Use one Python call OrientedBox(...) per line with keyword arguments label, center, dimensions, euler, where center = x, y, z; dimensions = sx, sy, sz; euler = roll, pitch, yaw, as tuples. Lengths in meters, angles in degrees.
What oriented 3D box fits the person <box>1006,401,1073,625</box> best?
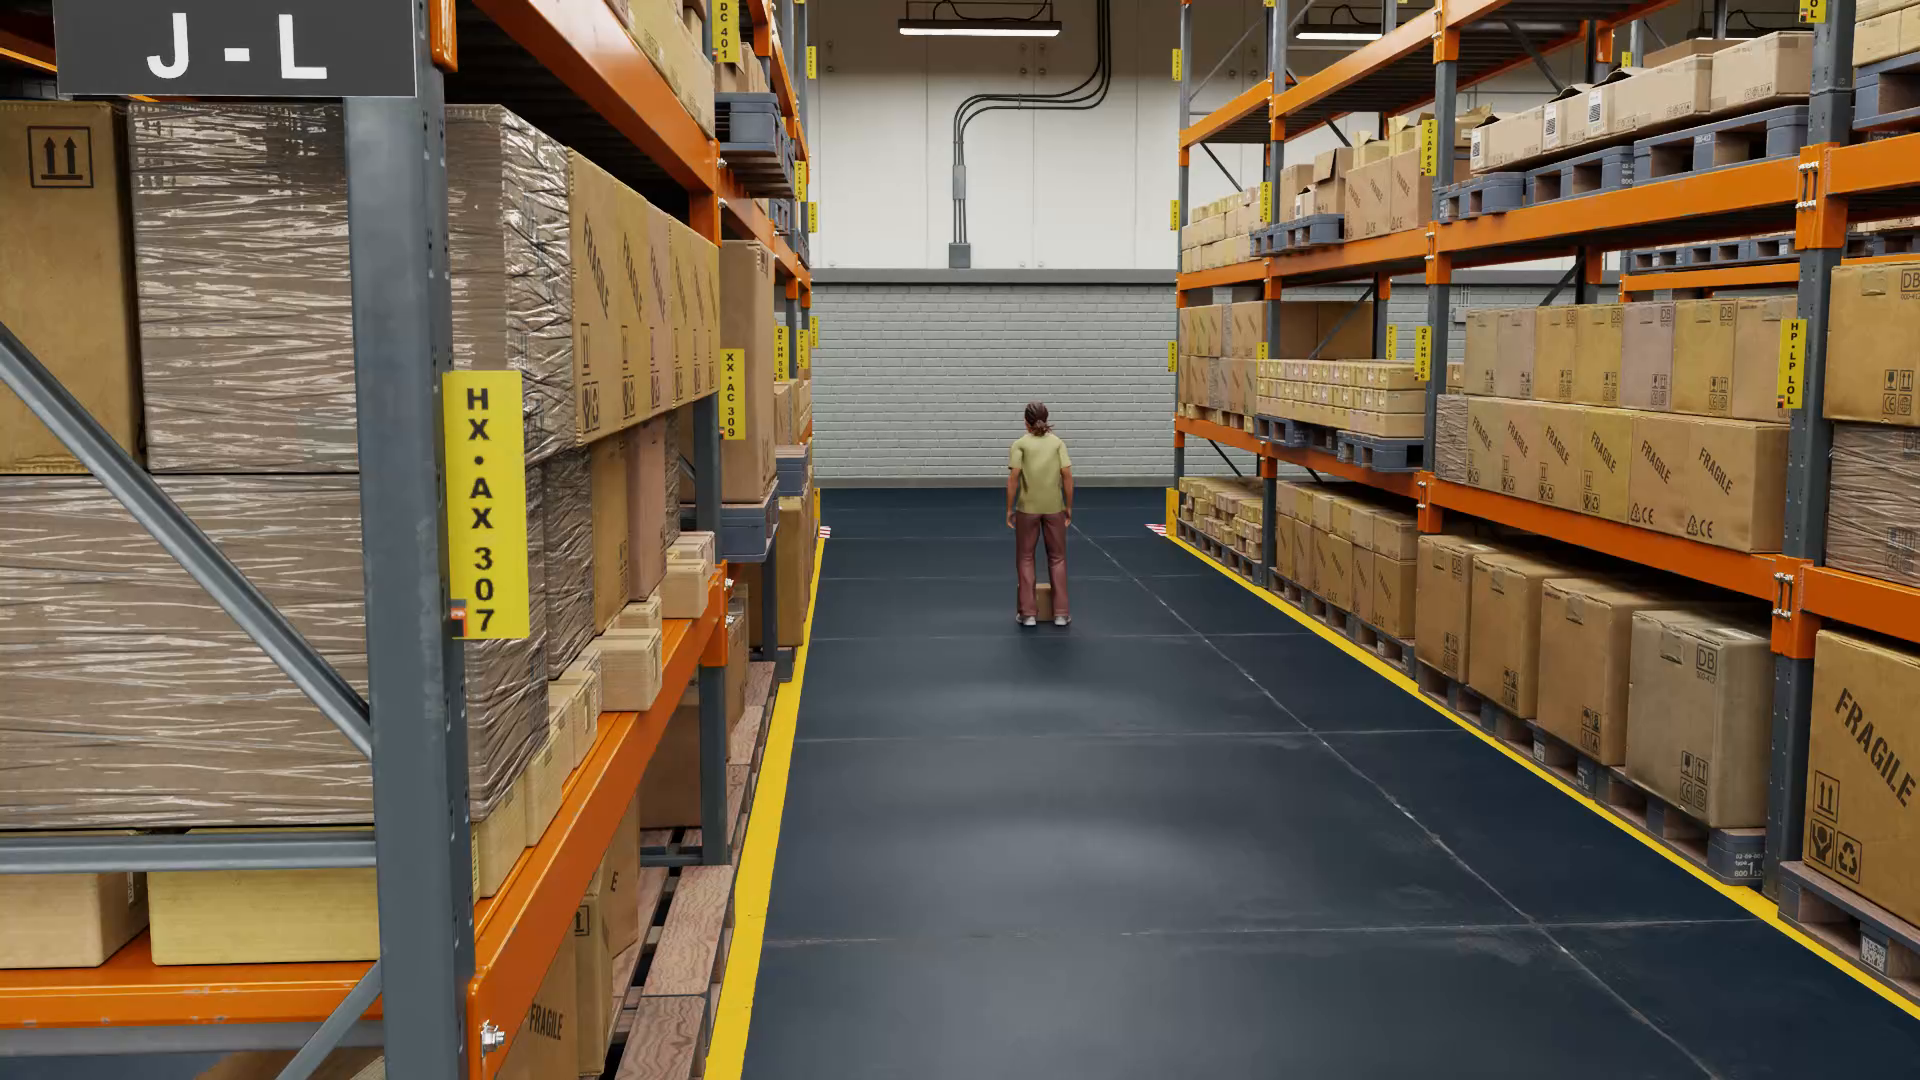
OrientedBox(label="person", center=(0.593, -0.200, 12.401), dimensions=(0.521, 1.672, 0.365), euler=(-1, 7, -7))
